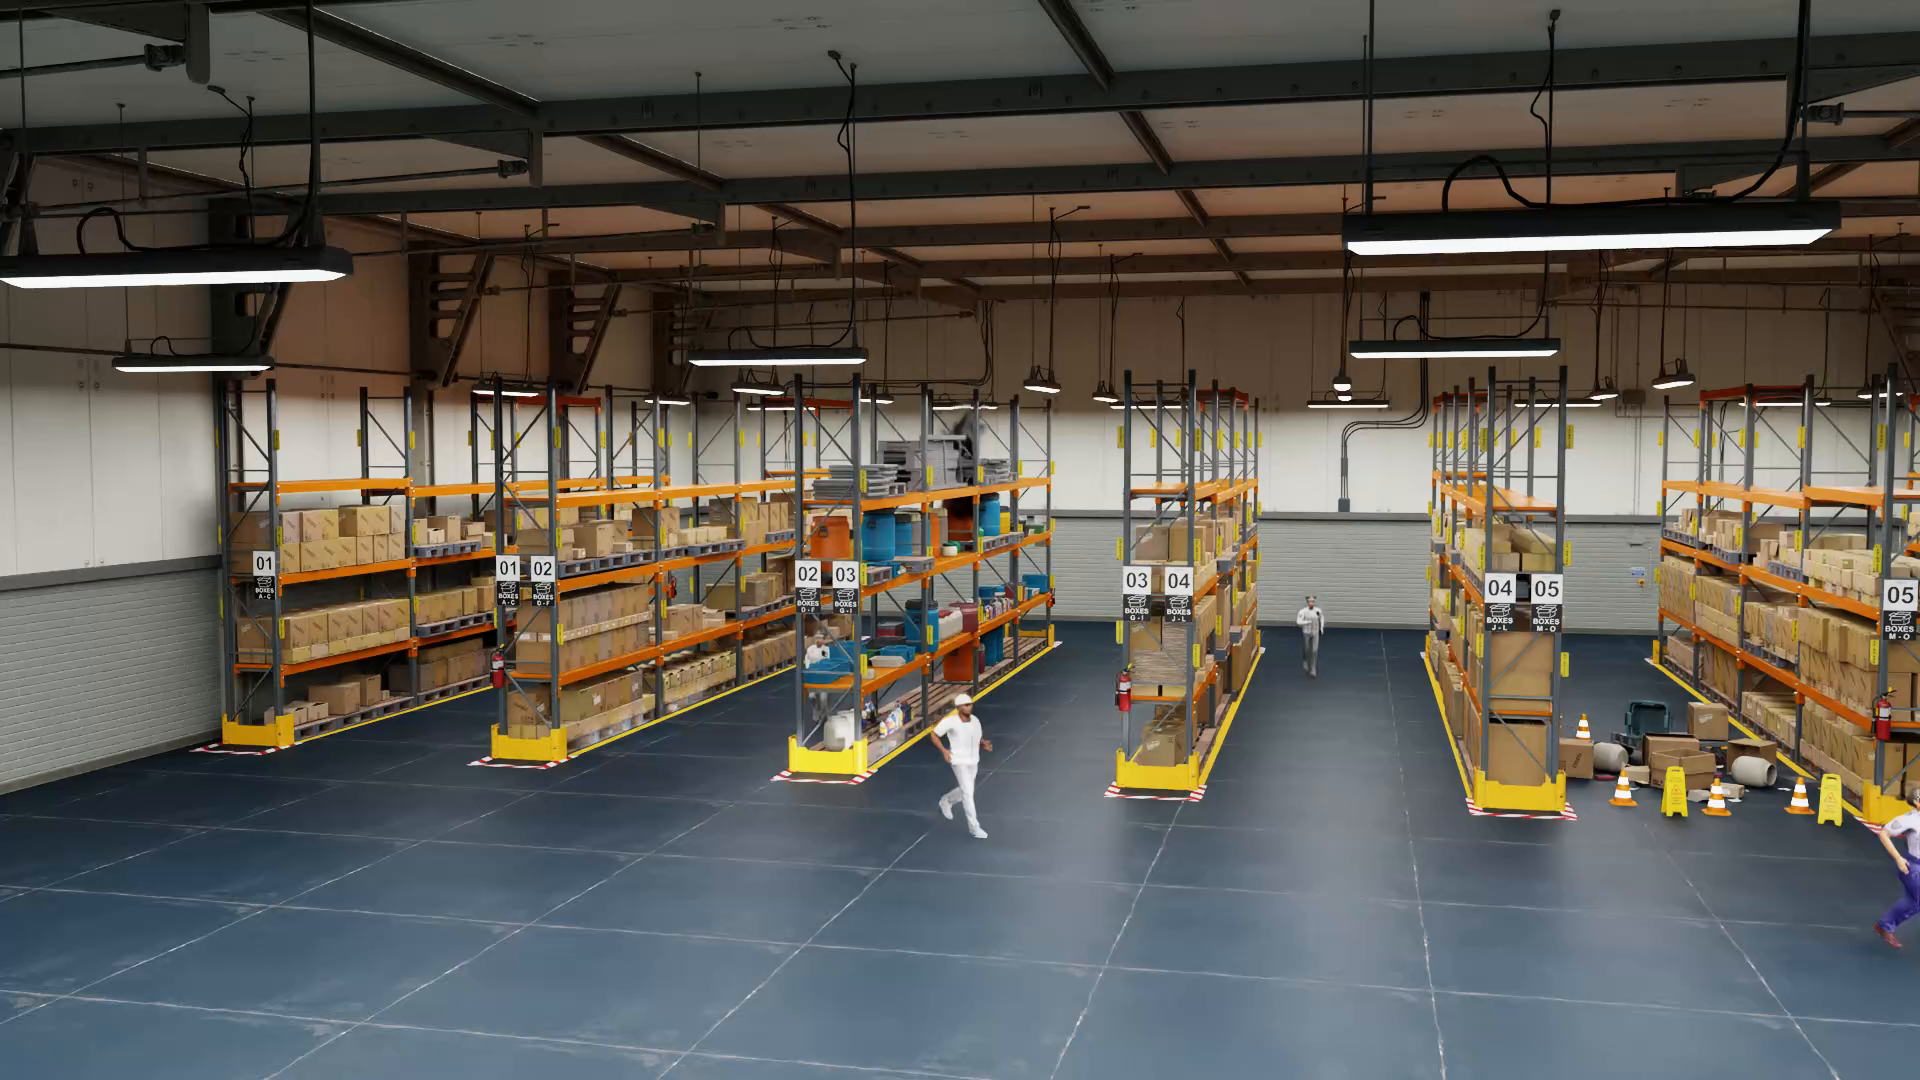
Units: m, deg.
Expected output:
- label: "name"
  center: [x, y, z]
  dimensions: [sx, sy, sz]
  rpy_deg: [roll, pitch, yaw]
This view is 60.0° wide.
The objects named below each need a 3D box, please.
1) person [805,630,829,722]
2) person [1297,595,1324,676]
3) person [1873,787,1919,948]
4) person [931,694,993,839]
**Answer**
- label: "person"
  center: [-2.492, 2.404, 29.275]
  dimensions: [0.583, 1.647, 0.700]
  rpy_deg: [0, 3, 7]
- label: "person"
  center: [7.466, 2.003, 35.432]
  dimensions: [0.606, 1.685, 0.938]
  rpy_deg: [0, 3, 4]
- label: "person"
  center: [9.214, 3.209, 15.961]
  dimensions: [0.594, 1.678, 0.842]
  rpy_deg: [-2, 4, -36]
- label: "person"
  center: [0.047, 2.845, 21.188]
  dimensions: [0.700, 1.773, 0.937]
  rpy_deg: [-3, 5, -43]
